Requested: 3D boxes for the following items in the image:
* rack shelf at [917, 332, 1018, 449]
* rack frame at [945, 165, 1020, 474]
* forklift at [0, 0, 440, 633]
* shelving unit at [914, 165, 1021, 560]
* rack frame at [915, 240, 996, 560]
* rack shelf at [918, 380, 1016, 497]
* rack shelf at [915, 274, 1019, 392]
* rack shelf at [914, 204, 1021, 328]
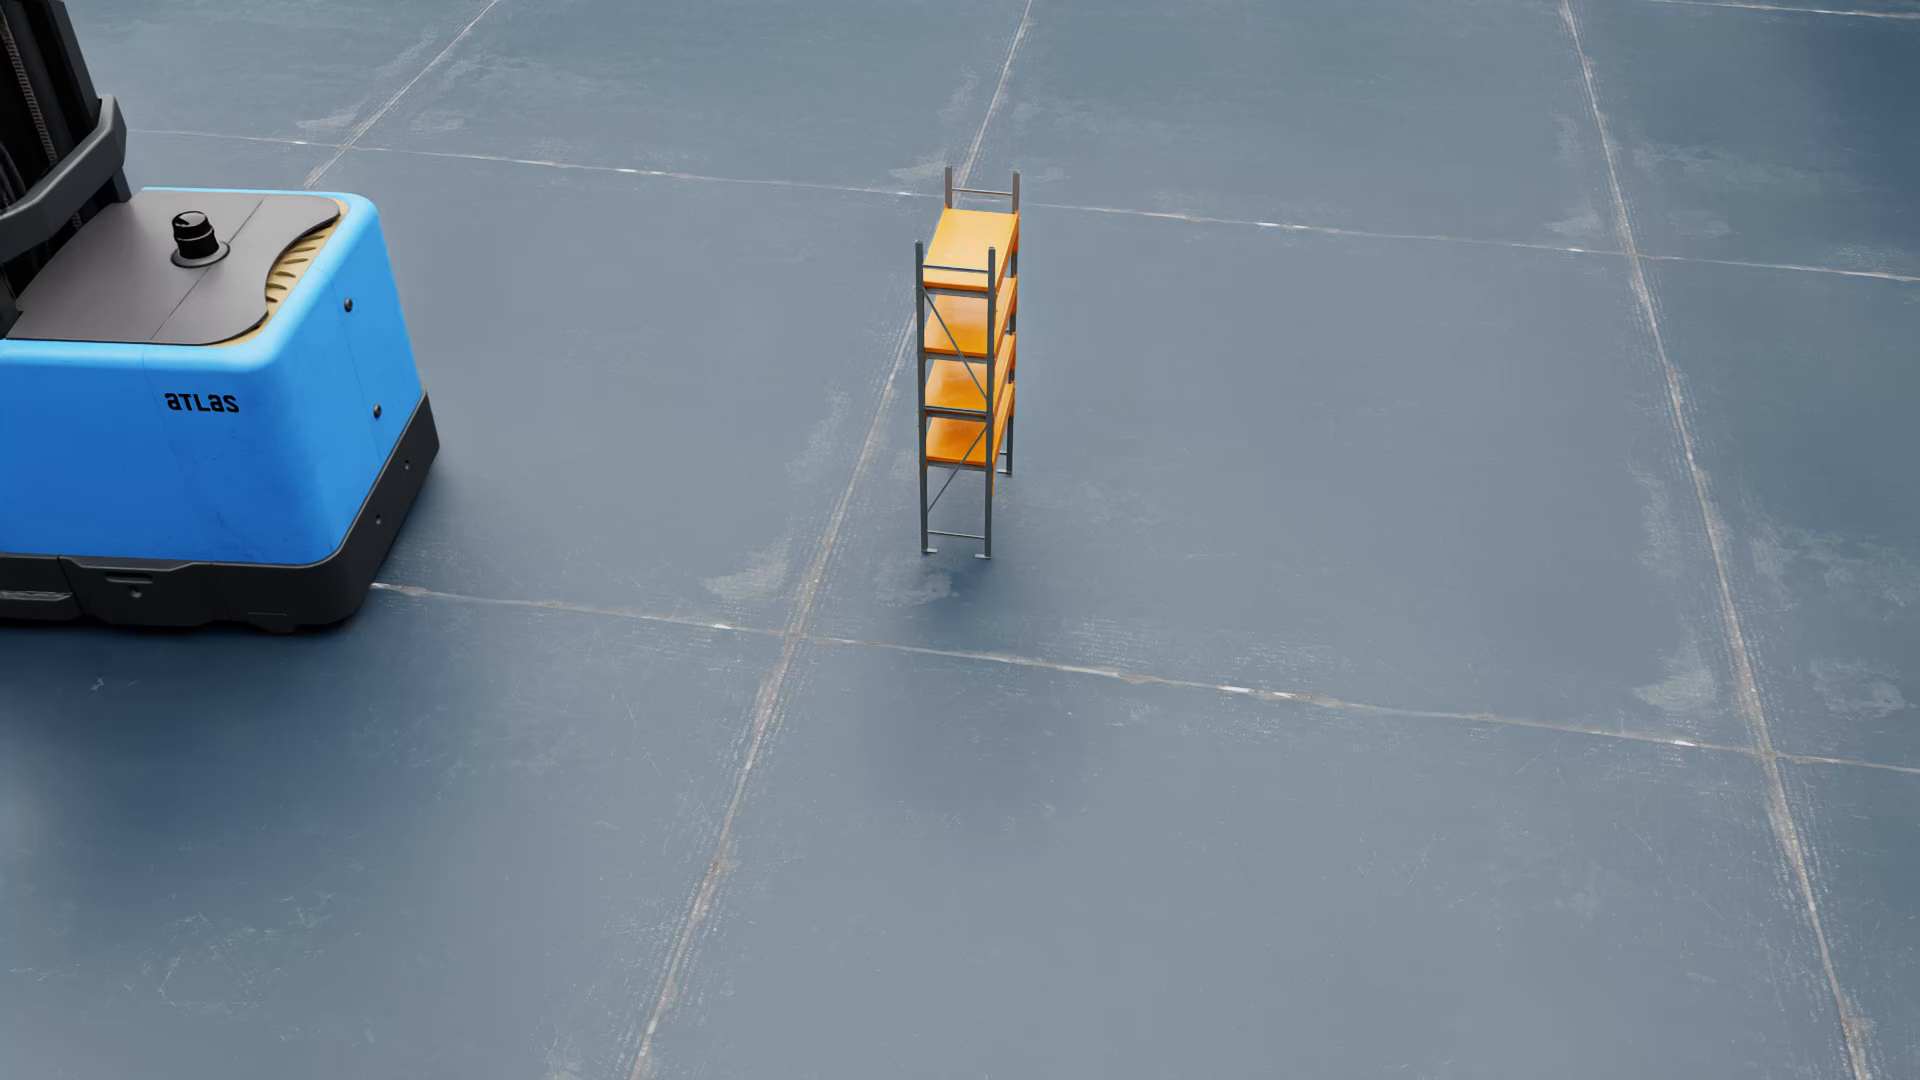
[{"bbox_3d":[0.029,-0.514,5.536,0.258,0.148,0.480,6,40,8],"label":"rack shelf"},{"bbox_3d":[0.071,-0.719,5.679,0.240,1.200,0.015,6,40,8],"label":"rack frame"},{"bbox_3d":[-3.429,-1.194,4.894,3.031,2.935,1.130,2,40,3],"label":"forklift"},{"bbox_3d":[0.029,-0.566,5.493,0.258,1.200,0.503,6,40,8],"label":"shelving unit"},{"bbox_3d":[-0.014,-0.413,5.308,0.240,1.200,0.015,6,40,8],"label":"rack frame"},{"bbox_3d":[0.029,-0.361,5.663,0.258,0.148,0.480,6,40,8],"label":"rack shelf"},{"bbox_3d":[0.029,-0.687,5.394,0.258,0.148,0.480,6,40,8],"label":"rack shelf"},{"bbox_3d":[0.029,-0.869,5.243,0.258,0.148,0.480,6,40,8],"label":"rack shelf"}]
